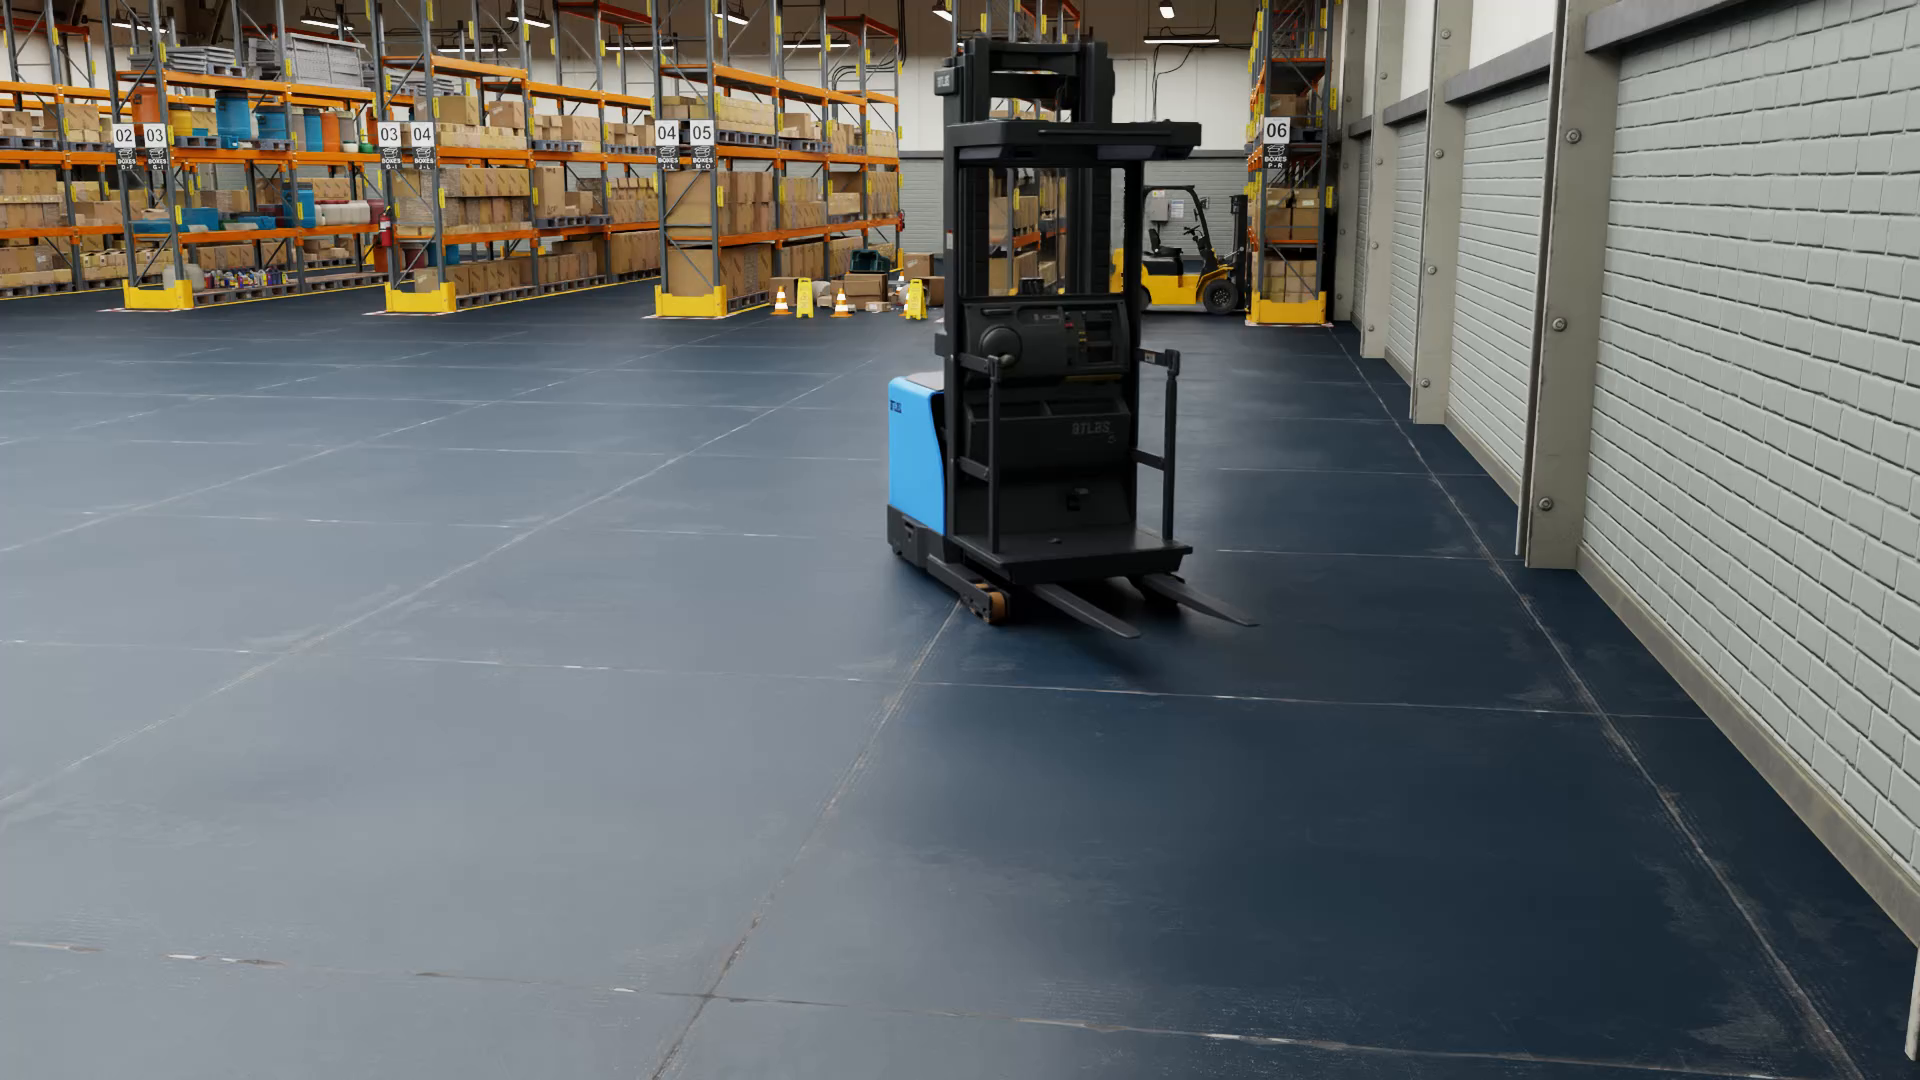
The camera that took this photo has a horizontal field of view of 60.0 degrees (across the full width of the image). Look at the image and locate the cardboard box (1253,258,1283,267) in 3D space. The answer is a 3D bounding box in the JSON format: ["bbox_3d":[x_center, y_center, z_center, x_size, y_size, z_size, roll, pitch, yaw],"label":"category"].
[{"bbox_3d":[5.109,-4.535,27.572,0.500,0.250,0.500,2,12,10],"label":"cardboard box"}]

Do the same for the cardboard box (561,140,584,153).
[{"bbox_3d":[-8.167,-8.197,34.644,0.500,0.250,0.500,2,12,10],"label":"cardboard box"}]

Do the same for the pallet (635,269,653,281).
[{"bbox_3d":[-7.807,-6.171,38.625,1.003,0.211,1.213,2,12,9],"label":"pallet"}]

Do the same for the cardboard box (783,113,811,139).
[{"bbox_3d":[-3.298,-8.336,33.460,0.500,0.500,0.500,2,12,9],"label":"cardboard box"}]

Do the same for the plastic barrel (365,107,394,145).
[{"bbox_3d":[-12.997,-9.279,37.293,0.600,0.830,0.708,2,12,9],"label":"plastic barrel"}]

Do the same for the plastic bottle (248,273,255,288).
[{"bbox_3d":[-13.632,-4.997,31.992,0.097,0.271,0.097,0,12,0],"label":"plastic bottle"}]

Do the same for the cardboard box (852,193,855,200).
[{"bbox_3d":[-2.644,-7.944,38.420,0.380,0.149,0.250,1,12,7],"label":"cardboard box"}]

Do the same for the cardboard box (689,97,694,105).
[{"bbox_3d":[-4.742,-7.446,28.272,0.380,0.149,0.250,2,12,10],"label":"cardboard box"}]

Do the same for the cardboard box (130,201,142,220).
[{"bbox_3d":[-18.223,-7.140,36.265,0.500,0.500,0.500,1,12,6],"label":"cardboard box"}]

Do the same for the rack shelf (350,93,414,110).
[{"bbox_3d":[-12.780,-10.081,38.568,1.077,0.370,4.000,2,12,9],"label":"rack shelf"}]

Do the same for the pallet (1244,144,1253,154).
[{"bbox_3d":[6.793,-8.495,36.119,1.213,0.211,1.003,2,12,9],"label":"pallet"}]

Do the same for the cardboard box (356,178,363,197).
[{"bbox_3d":[-16.547,-9.542,45.039,0.500,0.500,0.500,2,12,8],"label":"cardboard box"}]

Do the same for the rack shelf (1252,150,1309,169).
[{"bbox_3d":[6.197,-7.336,32.001,1.077,0.370,4.000,2,12,9],"label":"rack shelf"}]

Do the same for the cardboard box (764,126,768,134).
[{"bbox_3d":[-3.740,-7.510,30.461,0.380,0.149,0.250,2,12,10],"label":"cardboard box"}]

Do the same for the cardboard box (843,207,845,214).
[{"bbox_3d":[-2.796,-7.436,37.479,0.380,0.149,0.250,1,12,7],"label":"cardboard box"}]

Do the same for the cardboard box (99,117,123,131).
[{"bbox_3d":[-21.874,-10.586,42.716,0.500,0.500,0.500,2,12,8],"label":"cardboard box"}]

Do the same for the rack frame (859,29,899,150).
[{"bbox_3d":[-2.077,-11.535,42.658,1.000,3.000,0.127,2,12,9],"label":"rack frame"}]

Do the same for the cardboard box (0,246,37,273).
[{"bbox_3d":[-18.613,-5.524,32.756,0.500,0.500,0.500,2,12,9],"label":"cardboard box"}]

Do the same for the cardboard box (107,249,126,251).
[{"bbox_3d":[-18.505,-6.261,36.623,0.500,0.311,0.500,2,12,7],"label":"cardboard box"}]

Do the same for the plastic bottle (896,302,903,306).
[{"bbox_3d":[-1.068,-4.321,30.397,0.133,0.061,0.283,4,13,18],"label":"plastic bottle"}]

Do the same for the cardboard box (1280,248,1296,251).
[{"bbox_3d":[6.892,-6.037,34.781,0.380,0.149,0.250,3,12,12],"label":"cardboard box"}]

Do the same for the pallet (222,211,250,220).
[{"bbox_3d":[-17.686,-7.752,39.798,1.003,0.211,1.213,2,12,9],"label":"pallet"}]

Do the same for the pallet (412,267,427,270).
[{"bbox_3d":[-12.817,-6.335,39.387,1.003,0.211,1.213,2,12,9],"label":"pallet"}]

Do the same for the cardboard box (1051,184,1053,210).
[{"bbox_3d":[1.574,-6.767,32.833,0.500,0.500,0.500,1,12,6],"label":"cardboard box"}]

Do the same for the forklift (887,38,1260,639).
[{"bbox_3d":[0.544,-1.103,8.656,1.130,2.935,3.031,-4,13,-20],"label":"forklift"}]

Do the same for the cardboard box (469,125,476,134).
[{"bbox_3d":[-8.919,-7.361,29.819,0.380,0.149,0.250,1,12,6],"label":"cardboard box"}]

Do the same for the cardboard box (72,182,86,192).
[{"bbox_3d":[-22.168,-8.792,41.399,0.500,0.250,0.500,2,12,10],"label":"cardboard box"}]

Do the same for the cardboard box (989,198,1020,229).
[{"bbox_3d":[0.715,-5.416,27.563,0.500,0.500,0.500,2,12,8],"label":"cardboard box"}]

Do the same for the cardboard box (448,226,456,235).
[{"bbox_3d":[-9.087,-5.434,29.183,0.380,0.149,0.250,2,12,9],"label":"cardboard box"}]

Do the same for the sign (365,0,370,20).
[{"bbox_3d":[-9.969,-8.942,28.035,0.100,0.325,0.005,2,12,9],"label":"sign"}]

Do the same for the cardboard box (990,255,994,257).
[{"bbox_3d":[0.311,-4.644,28.673,0.500,0.500,0.500,2,12,11],"label":"cardboard box"}]

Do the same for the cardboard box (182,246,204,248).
[{"bbox_3d":[-18.069,-6.636,39.055,0.500,0.500,0.500,2,12,11],"label":"cardboard box"}]

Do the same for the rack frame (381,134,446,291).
[{"bbox_3d":[-9.424,-5.454,28.679,1.000,3.000,0.127,2,12,9],"label":"rack frame"}]

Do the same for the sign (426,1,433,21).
[{"bbox_3d":[-8.887,-8.864,27.858,0.100,0.325,0.005,2,12,9],"label":"sign"}]

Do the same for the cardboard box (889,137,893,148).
[{"bbox_3d":[-1.974,-10.029,41.960,0.500,0.250,0.500,2,12,7],"label":"cardboard box"}]

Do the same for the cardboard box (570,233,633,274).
[{"bbox_3d":[-8.066,-6.428,37.249,1.225,0.875,0.875,1,12,6],"label":"cardboard box"}]

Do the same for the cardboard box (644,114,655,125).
[{"bbox_3d":[-7.427,-10.283,40.717,0.500,0.250,0.500,1,12,5],"label":"cardboard box"}]

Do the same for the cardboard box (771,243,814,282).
[{"bbox_3d":[-3.621,-5.737,34.336,1.050,0.750,0.750,2,12,10],"label":"cardboard box"}]

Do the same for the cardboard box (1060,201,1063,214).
[{"bbox_3d":[1.921,-7.066,35.332,0.500,0.250,0.500,2,12,8],"label":"cardboard box"}]

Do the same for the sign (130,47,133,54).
[{"bbox_3d":[-18.519,-10.884,37.232,0.100,0.325,0.005,2,12,9],"label":"sign"}]

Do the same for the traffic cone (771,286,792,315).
[{"bbox_3d":[-3.053,-4.096,28.402,0.336,0.463,0.334,2,12,9],"label":"traffic cone"}]

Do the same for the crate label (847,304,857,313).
[{"bbox_3d":[-1.929,-3.995,28.707,0.250,0.136,0.298,-5,13,-21],"label":"crate label"}]

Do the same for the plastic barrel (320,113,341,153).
[{"bbox_3d":[-13.529,-8.656,35.397,0.600,0.830,0.708,2,12,9],"label":"plastic barrel"}]

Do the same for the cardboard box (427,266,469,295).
[{"bbox_3d":[-9.253,-4.692,30.081,0.500,0.500,0.500,5,13,23],"label":"cardboard box"}]

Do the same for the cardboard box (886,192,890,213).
[{"bbox_3d":[-2.045,-8.482,41.788,0.500,0.500,0.500,2,12,9],"label":"cardboard box"}]

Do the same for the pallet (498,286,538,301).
[{"bbox_3d":[-8.877,-4.782,32.182,1.003,0.211,1.213,2,12,9],"label":"pallet"}]

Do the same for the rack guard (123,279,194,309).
[{"bbox_3d":[-14.352,-4.409,29.767,1.175,0.500,0.348,2,12,9],"label":"rack guard"}]

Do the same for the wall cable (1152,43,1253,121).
[{"bbox_3d":[6.915,-12.484,46.973,2.988,3.039,0.133,2,12,9],"label":"wall cable"}]

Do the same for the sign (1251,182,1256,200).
[{"bbox_3d":[5.351,-6.348,30.268,0.100,0.325,0.005,2,12,9],"label":"sign"}]

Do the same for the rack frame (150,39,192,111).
[{"bbox_3d":[-21.646,-12.198,45.736,1.000,3.000,0.127,2,12,9],"label":"rack frame"}]

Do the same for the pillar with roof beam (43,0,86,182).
[{"bbox_3d":[-18.754,-11.400,42.031,9.100,9.000,0.548,2,12,9],"label":"pillar with roof beam"}]
